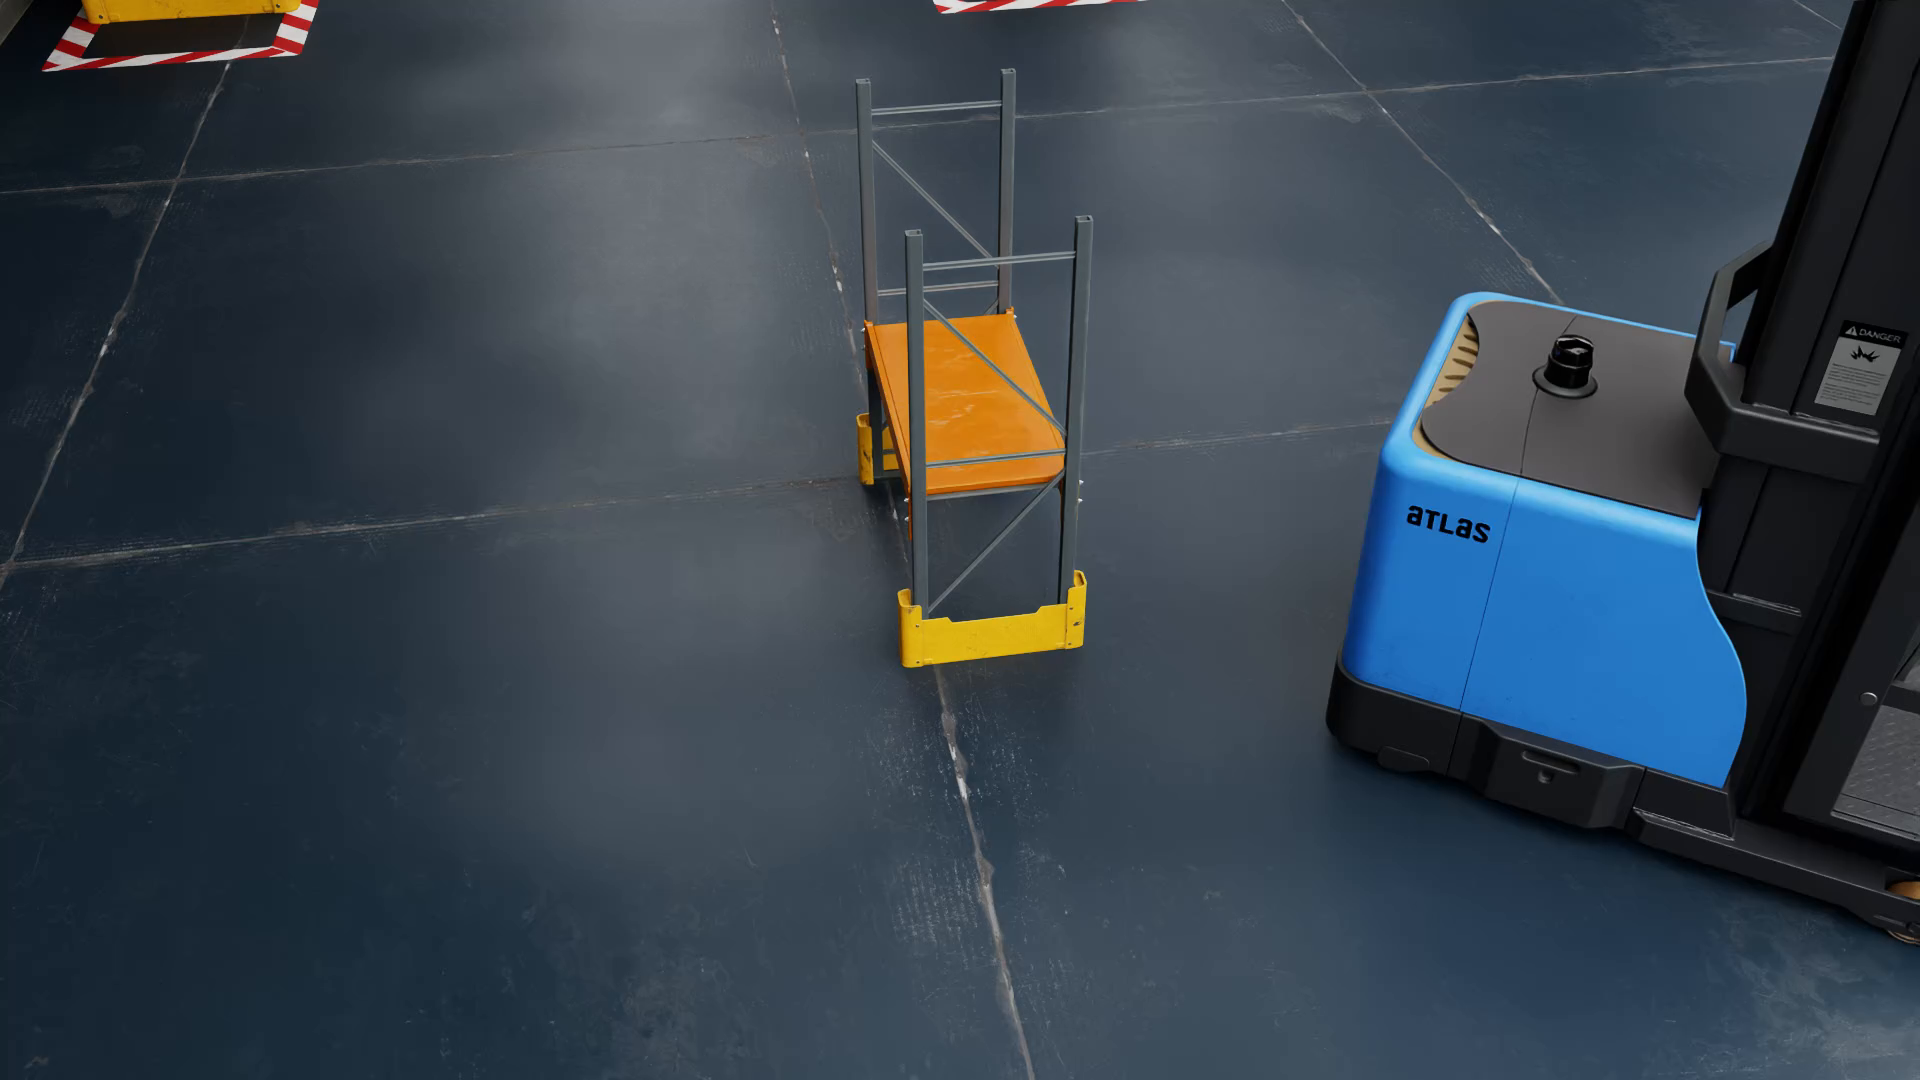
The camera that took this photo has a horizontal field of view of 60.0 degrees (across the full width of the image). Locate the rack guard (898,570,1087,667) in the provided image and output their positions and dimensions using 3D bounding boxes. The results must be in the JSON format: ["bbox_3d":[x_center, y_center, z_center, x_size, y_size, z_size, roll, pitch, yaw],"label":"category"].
[{"bbox_3d":[0.101,0.248,5.227,0.587,0.250,0.087,-6,38,-8],"label":"rack guard"}]

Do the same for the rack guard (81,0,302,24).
[{"bbox_3d":[-4.484,-3.328,9.626,1.175,0.500,0.348,-6,38,-8],"label":"rack guard"}]

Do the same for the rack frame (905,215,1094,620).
[{"bbox_3d":[0.104,-0.234,4.828,0.500,1.500,0.032,-6,38,-8],"label":"rack frame"}]

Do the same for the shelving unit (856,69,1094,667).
[{"bbox_3d":[0.013,-0.546,5.231,0.587,1.500,1.083,-6,38,-8],"label":"shelving unit"}]

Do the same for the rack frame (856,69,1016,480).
[{"bbox_3d":[-0.074,-0.848,5.619,0.500,1.500,0.032,-6,38,-8],"label":"rack frame"}]

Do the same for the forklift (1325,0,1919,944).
[{"bbox_3d":[2.643,-0.417,3.898,3.031,2.935,1.130,16,41,20],"label":"forklift"}]

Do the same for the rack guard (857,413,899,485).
[{"bbox_3d":[-0.074,-0.353,6.001,0.587,0.250,0.087,-6,38,-8],"label":"rack guard"}]

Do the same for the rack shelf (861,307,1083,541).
[{"bbox_3d":[0.015,-0.399,5.334,0.538,0.185,1.000,-6,38,-8],"label":"rack shelf"}]
